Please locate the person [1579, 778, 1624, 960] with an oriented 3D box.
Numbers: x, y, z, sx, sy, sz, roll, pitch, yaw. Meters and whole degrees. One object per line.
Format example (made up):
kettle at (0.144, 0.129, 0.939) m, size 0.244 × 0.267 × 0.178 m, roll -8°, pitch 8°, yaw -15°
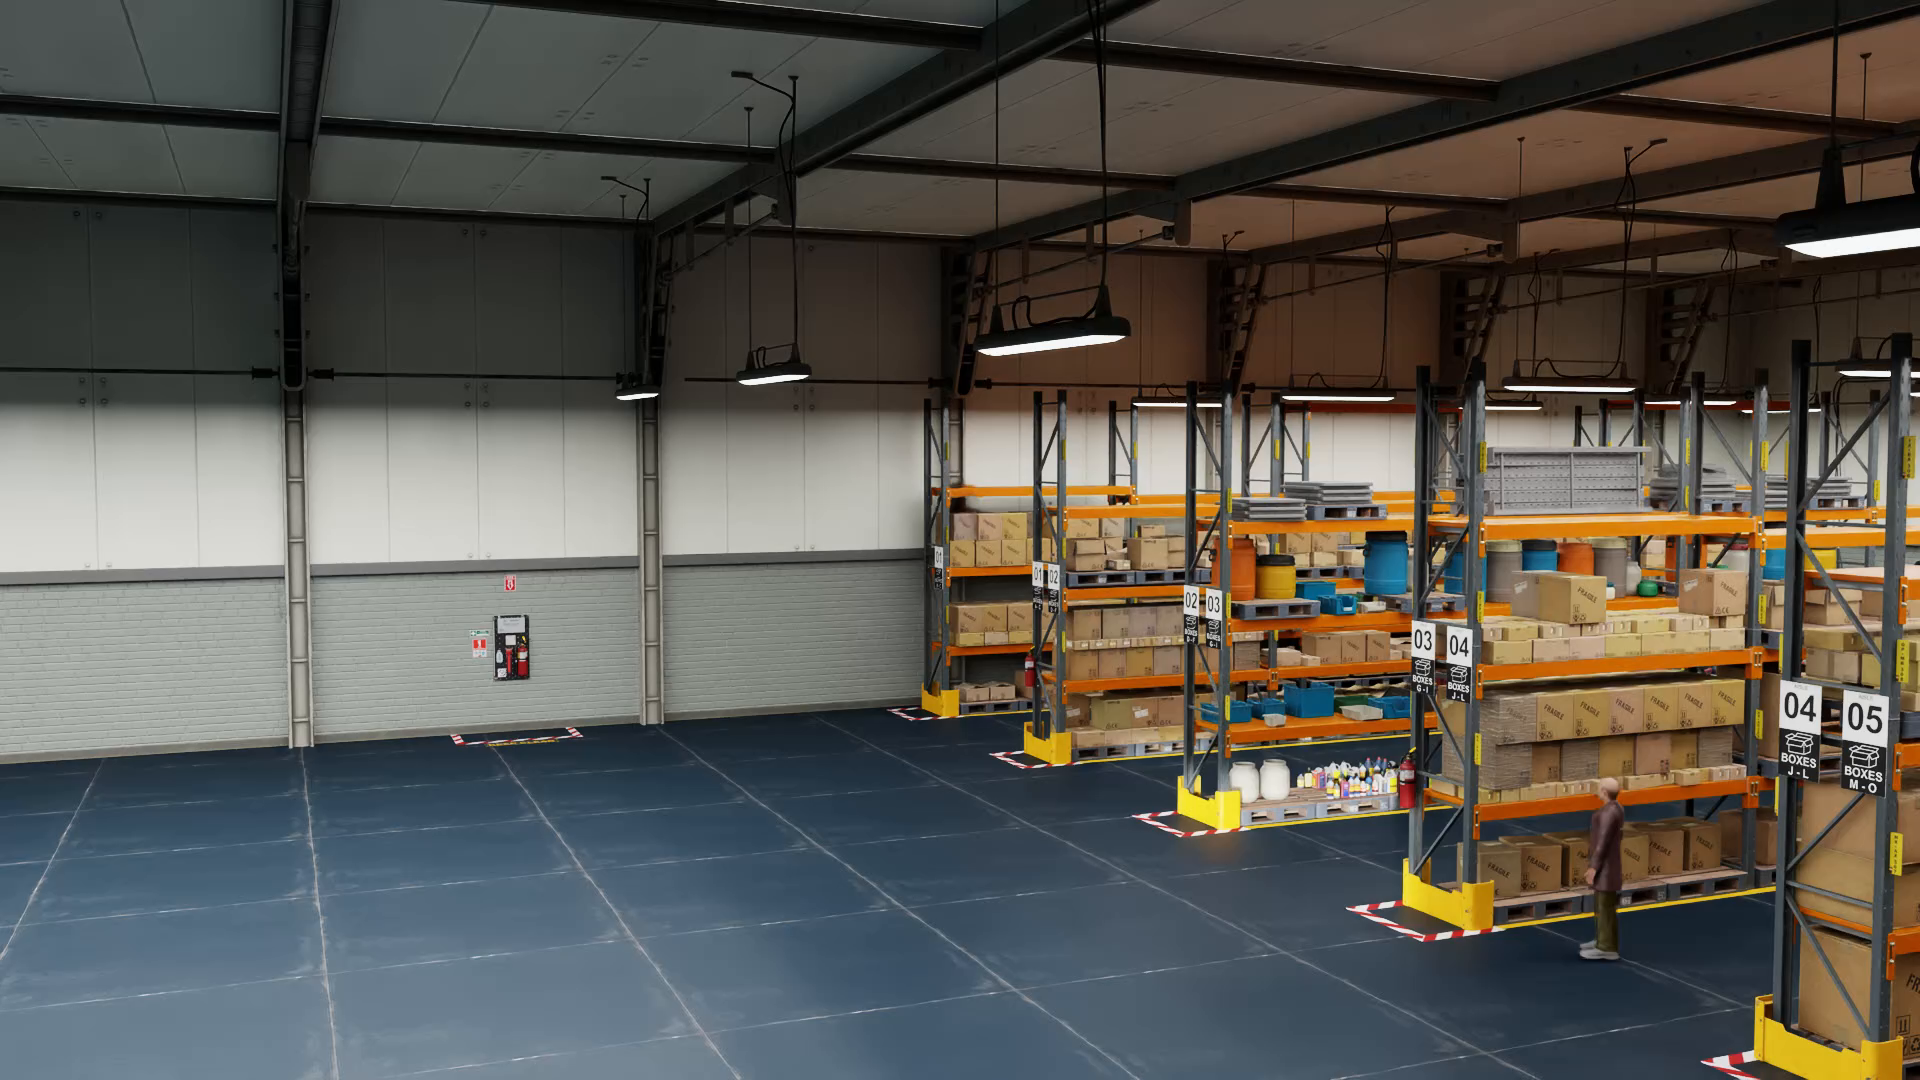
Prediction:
person at (6.460, 3.283, 16.737) m, size 0.439 × 1.792 × 0.590 m, roll 1°, pitch 3°, yaw 13°
